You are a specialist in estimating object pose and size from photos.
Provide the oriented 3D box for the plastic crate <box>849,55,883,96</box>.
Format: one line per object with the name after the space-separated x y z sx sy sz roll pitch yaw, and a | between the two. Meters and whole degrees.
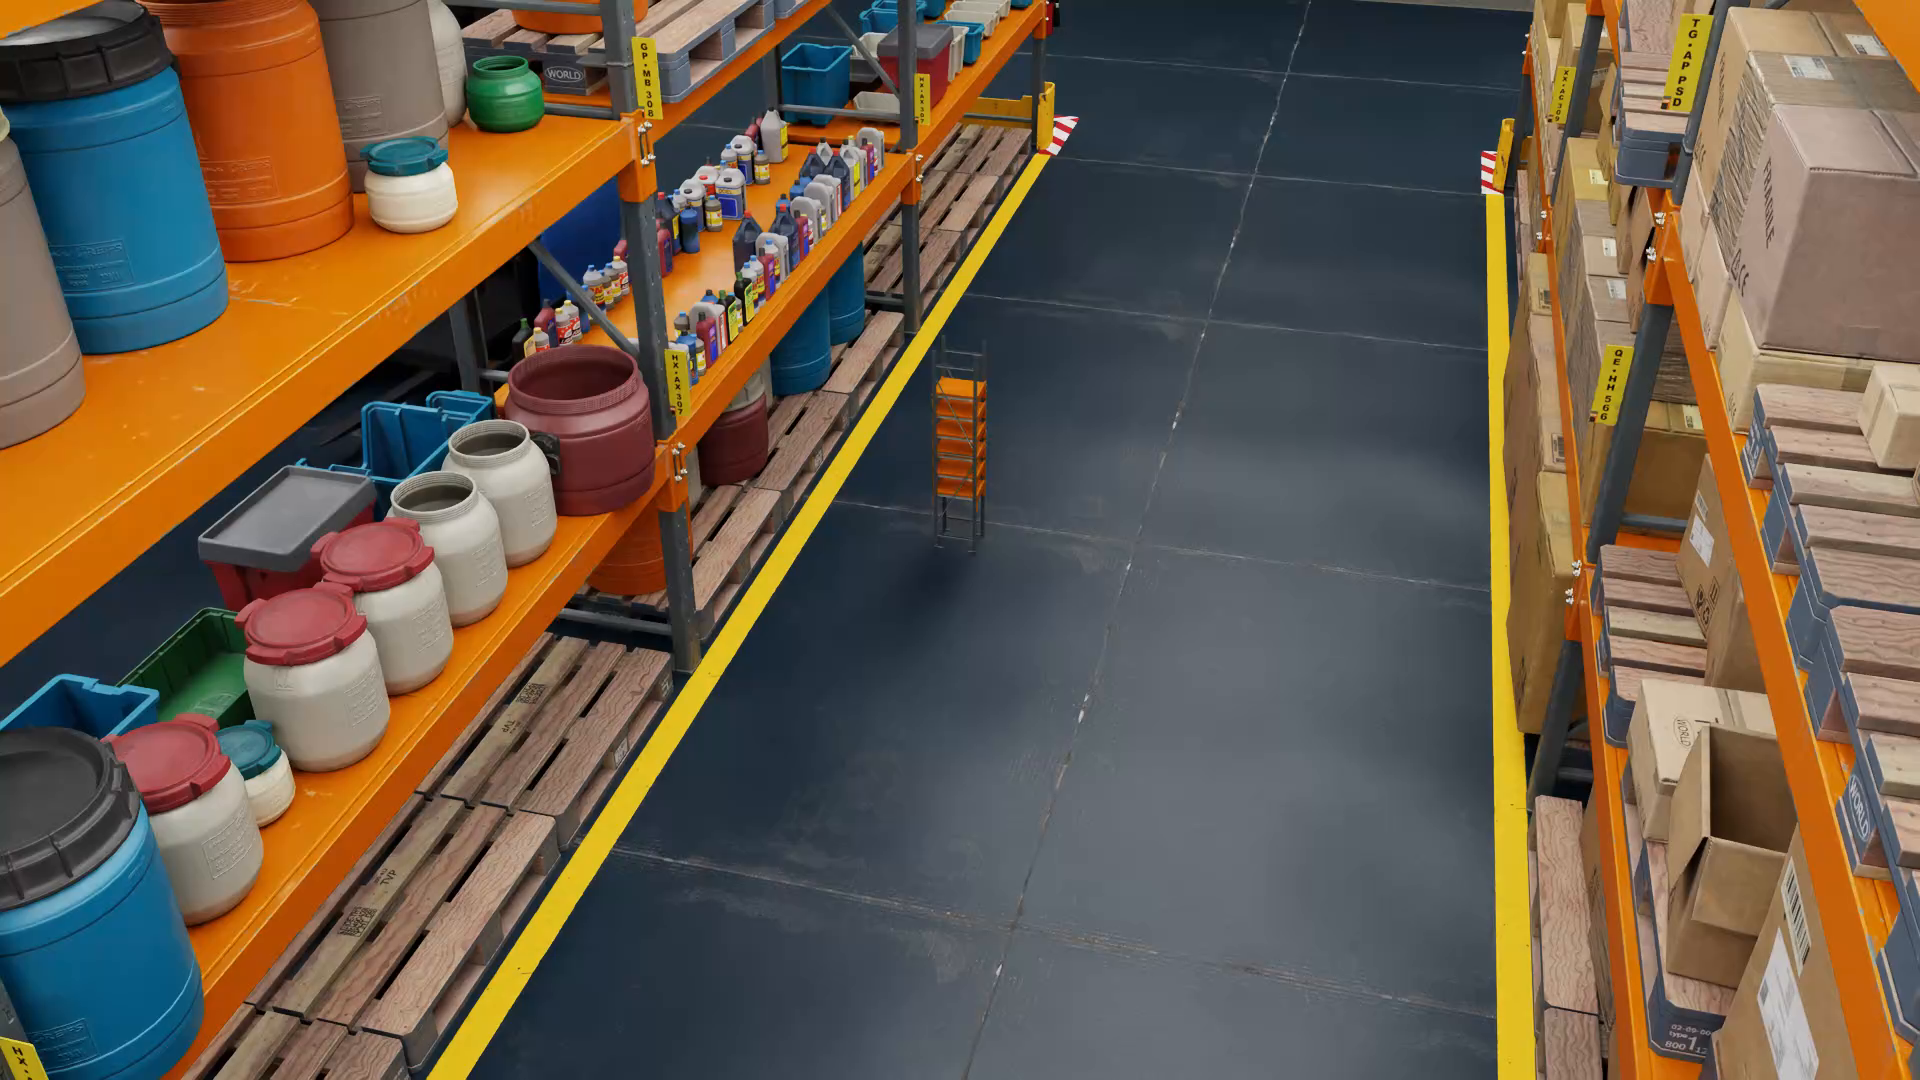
-0.748 -3.300 11.845 0.437 0.125 0.590 8 33 12 | plastic crate

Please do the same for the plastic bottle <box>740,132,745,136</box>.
-1.348 -2.405 10.357 0.097 0.271 0.097 0 32 0 | plastic bottle

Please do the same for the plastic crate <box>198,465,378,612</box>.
-2.493 0.072 6.281 0.402 0.464 0.583 8 33 12 | plastic crate

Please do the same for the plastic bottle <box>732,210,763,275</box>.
-1.150 -1.610 9.033 0.144 0.351 0.185 8 33 12 | plastic bottle

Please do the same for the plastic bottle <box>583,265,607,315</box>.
-1.893 -1.291 8.604 0.097 0.271 0.097 0 32 0 | plastic bottle

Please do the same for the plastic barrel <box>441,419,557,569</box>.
-1.841 -0.182 6.636 0.421 0.512 0.421 0 32 0 | plastic barrel

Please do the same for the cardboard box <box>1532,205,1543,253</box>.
4.492 -2.178 11.469 0.875 0.875 0.875 8 33 12 | cardboard box

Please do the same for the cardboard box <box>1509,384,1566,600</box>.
3.433 -0.121 8.233 1.225 0.875 0.875 8 33 13 | cardboard box

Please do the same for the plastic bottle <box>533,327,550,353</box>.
-2.050 -0.939 8.117 0.097 0.201 0.097 0 32 0 | plastic bottle

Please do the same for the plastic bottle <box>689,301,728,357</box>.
-1.247 -1.066 8.246 0.152 0.276 0.135 8 33 12 | plastic bottle

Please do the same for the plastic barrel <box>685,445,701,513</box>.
-1.623 -0.386 8.989 0.421 0.512 0.421 0 32 0 | plastic barrel

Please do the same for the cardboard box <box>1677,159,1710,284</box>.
2.638 -1.017 5.397 0.500 0.250 0.500 9 33 13 | cardboard box

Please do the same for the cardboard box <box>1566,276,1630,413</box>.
3.150 -0.883 7.750 0.500 0.500 0.500 7 33 11 | cardboard box

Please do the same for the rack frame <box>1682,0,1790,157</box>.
3.004 -2.555 4.881 1.000 3.000 0.127 8 33 12 | rack frame

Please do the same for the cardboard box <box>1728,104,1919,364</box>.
2.383 -0.809 4.371 0.500 0.500 0.500 7 33 11 | cardboard box

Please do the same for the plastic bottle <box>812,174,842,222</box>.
-0.780 -2.021 9.749 0.152 0.276 0.135 8 33 12 | plastic bottle

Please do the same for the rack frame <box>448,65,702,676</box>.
-1.787 -0.698 7.551 1.000 3.000 0.127 8 33 12 | rack frame

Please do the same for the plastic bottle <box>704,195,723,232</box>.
-1.426 -1.893 9.617 0.097 0.201 0.097 0 32 0 | plastic bottle

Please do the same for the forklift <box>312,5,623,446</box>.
-3.431 -2.414 10.316 1.130 2.935 3.031 13 35 20 | forklift

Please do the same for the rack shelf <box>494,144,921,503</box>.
-1.279 -1.432 9.377 1.077 0.370 4.000 8 33 12 | rack shelf

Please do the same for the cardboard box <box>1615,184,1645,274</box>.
3.537 -1.553 7.868 0.797 0.503 0.637 9 34 14 | cardboard box

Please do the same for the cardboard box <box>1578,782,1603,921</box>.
2.853 1.196 6.492 0.700 0.500 0.500 6 33 10 | cardboard box

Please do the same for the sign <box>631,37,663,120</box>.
-1.253 -1.848 6.663 0.100 0.325 0.005 8 33 12 | sign

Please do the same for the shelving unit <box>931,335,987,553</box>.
-0.004 -0.499 8.916 0.258 1.200 0.189 8 33 12 | shelving unit

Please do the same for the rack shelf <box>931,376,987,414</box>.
-0.004 -0.765 8.747 0.258 0.103 0.180 8 33 12 | rack shelf

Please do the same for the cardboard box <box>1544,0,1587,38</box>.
4.398 -3.812 11.614 0.500 0.500 0.500 7 33 11 | cardboard box

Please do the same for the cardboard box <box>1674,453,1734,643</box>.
2.905 0.043 5.902 0.500 0.500 0.500 4 33 6 | cardboard box

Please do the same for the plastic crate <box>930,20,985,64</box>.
-0.030 -3.703 12.379 0.416 0.233 0.300 8 33 12 | plastic crate

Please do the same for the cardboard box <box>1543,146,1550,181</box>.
3.845 -2.330 10.353 0.380 0.149 0.250 9 33 13 | cardboard box

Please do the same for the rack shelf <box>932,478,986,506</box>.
-0.004 -0.259 9.069 0.258 0.103 0.180 8 33 12 | rack shelf

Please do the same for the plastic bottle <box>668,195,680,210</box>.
-1.632 -1.823 9.441 0.097 0.271 0.097 0 32 0 | plastic bottle

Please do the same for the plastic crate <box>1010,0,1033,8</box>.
0.339 -4.690 13.743 0.616 0.435 0.499 8 33 12 | plastic crate

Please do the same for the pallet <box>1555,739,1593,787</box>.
3.277 0.755 7.866 1.003 0.211 1.213 8 33 12 | pallet

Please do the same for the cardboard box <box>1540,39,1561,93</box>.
4.267 -3.222 11.385 0.500 0.250 0.500 7 33 11 | cardboard box

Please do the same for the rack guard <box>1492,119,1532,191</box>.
5.040 -3.132 13.711 1.175 0.500 0.348 8 33 12 | rack guard

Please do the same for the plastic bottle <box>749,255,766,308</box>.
-1.074 -1.360 8.713 0.097 0.271 0.097 0 32 0 | plastic bottle

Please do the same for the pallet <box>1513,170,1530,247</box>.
4.907 -2.572 13.100 1.003 0.211 1.213 8 33 12 | pallet

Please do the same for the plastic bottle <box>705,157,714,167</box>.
-1.503 -2.131 9.915 0.061 0.283 0.133 8 33 12 | plastic bottle

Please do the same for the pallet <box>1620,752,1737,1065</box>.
2.541 1.090 4.918 1.003 0.211 1.213 8 33 12 | pallet

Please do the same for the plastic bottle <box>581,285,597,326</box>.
-1.917 -1.210 8.543 0.097 0.201 0.097 0 32 0 | plastic bottle

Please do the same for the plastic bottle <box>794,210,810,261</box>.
-0.888 -1.708 9.249 0.061 0.283 0.133 8 33 12 | plastic bottle

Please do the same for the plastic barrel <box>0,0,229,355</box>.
-2.551 -1.072 4.876 0.600 0.901 0.708 8 33 12 | plastic barrel

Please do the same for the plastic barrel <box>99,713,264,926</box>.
-2.347 0.854 4.984 0.433 0.535 0.433 0 32 0 | plastic barrel

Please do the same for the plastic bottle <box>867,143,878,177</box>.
-0.562 -2.377 10.378 0.097 0.201 0.097 0 32 0 | plastic bottle

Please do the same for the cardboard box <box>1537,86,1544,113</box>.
4.171 -2.995 11.399 0.380 0.149 0.250 9 33 13 | cardboard box

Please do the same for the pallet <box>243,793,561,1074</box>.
-2.333 1.507 6.683 1.003 0.211 1.213 8 33 12 | pallet

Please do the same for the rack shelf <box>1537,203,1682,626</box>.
3.511 -0.758 8.316 1.077 0.370 4.000 8 33 12 | rack shelf

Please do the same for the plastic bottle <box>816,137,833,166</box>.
-0.828 -2.251 10.040 0.144 0.351 0.185 8 33 12 | plastic bottle

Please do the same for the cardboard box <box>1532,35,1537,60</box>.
4.496 -3.663 12.450 0.380 0.149 0.250 7 33 11 | cardboard box
